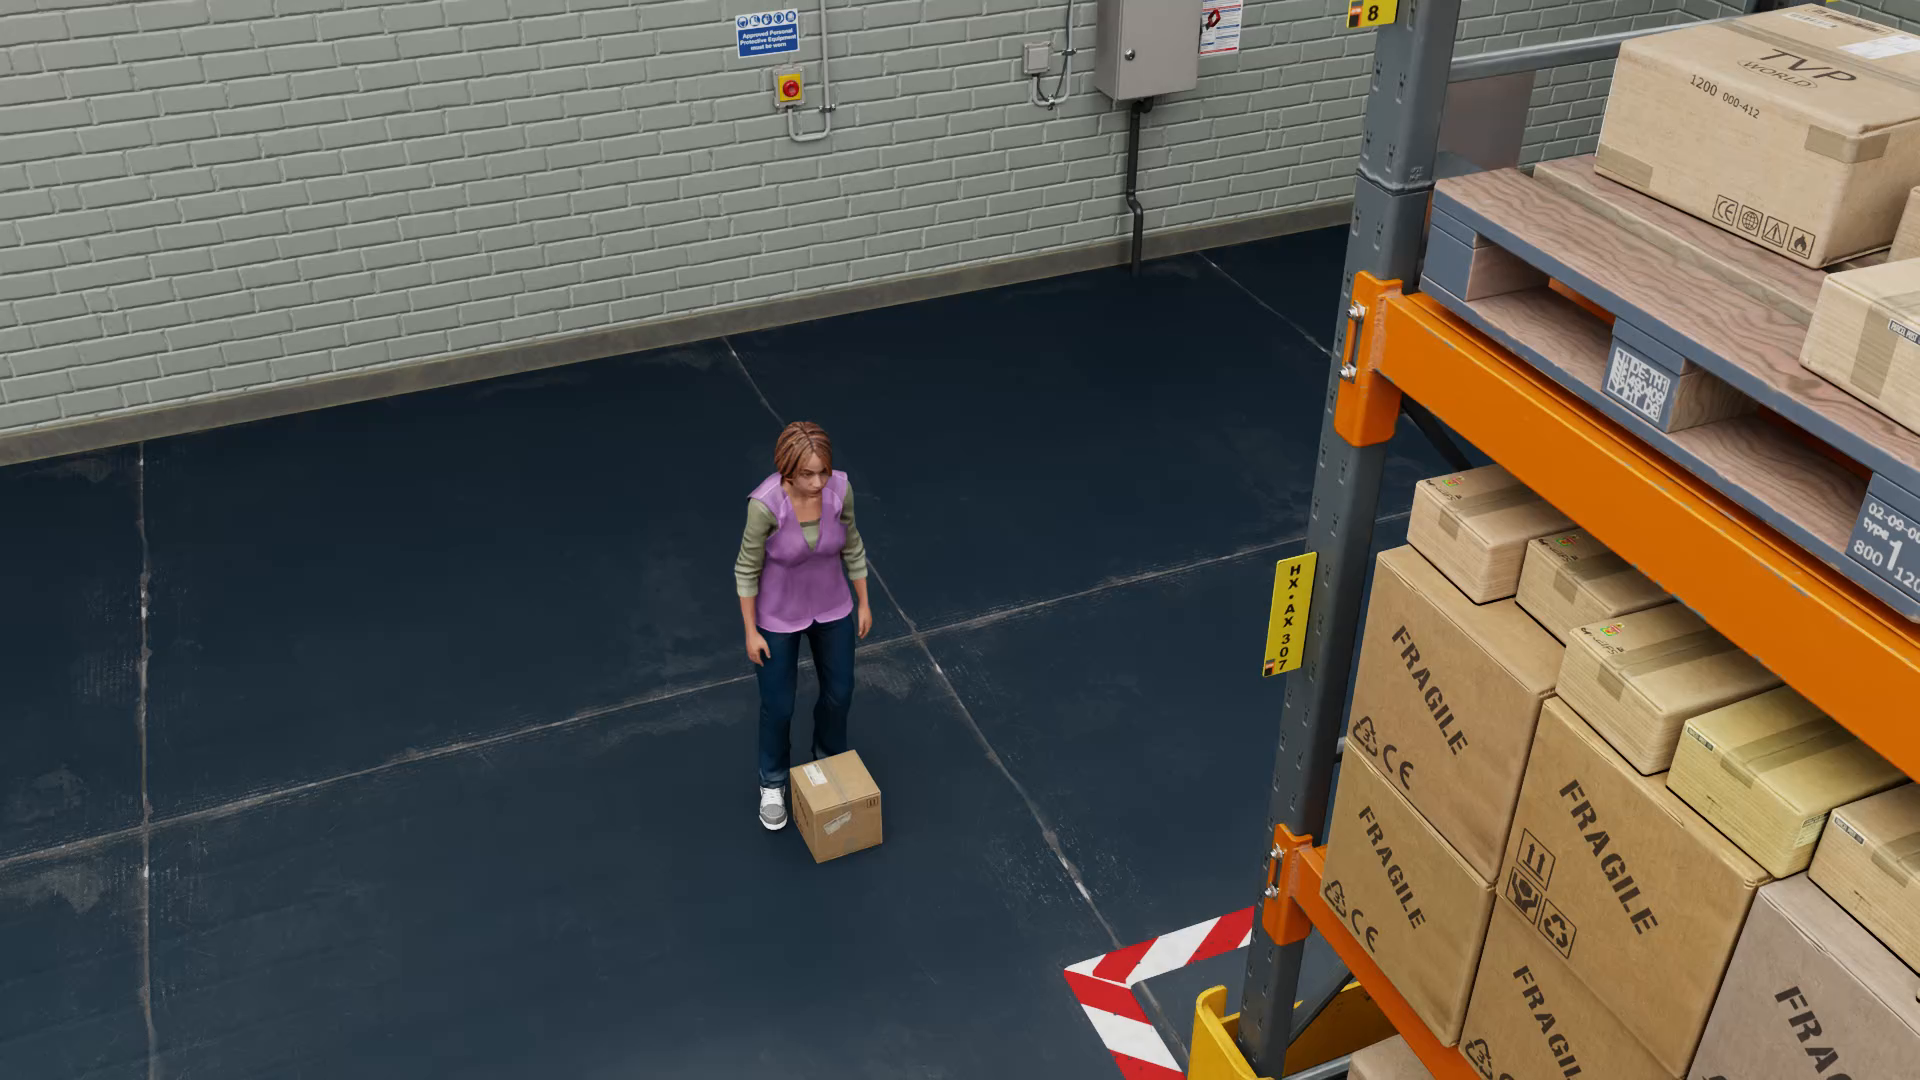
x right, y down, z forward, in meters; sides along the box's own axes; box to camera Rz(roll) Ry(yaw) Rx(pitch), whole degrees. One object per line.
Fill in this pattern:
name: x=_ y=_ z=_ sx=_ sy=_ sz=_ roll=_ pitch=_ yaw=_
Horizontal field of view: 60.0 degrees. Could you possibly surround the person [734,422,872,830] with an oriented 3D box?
person: x=-0.533 y=0.280 z=5.735 sx=0.479 sy=1.593 sz=0.368 roll=-14 pitch=36 yaw=-20
